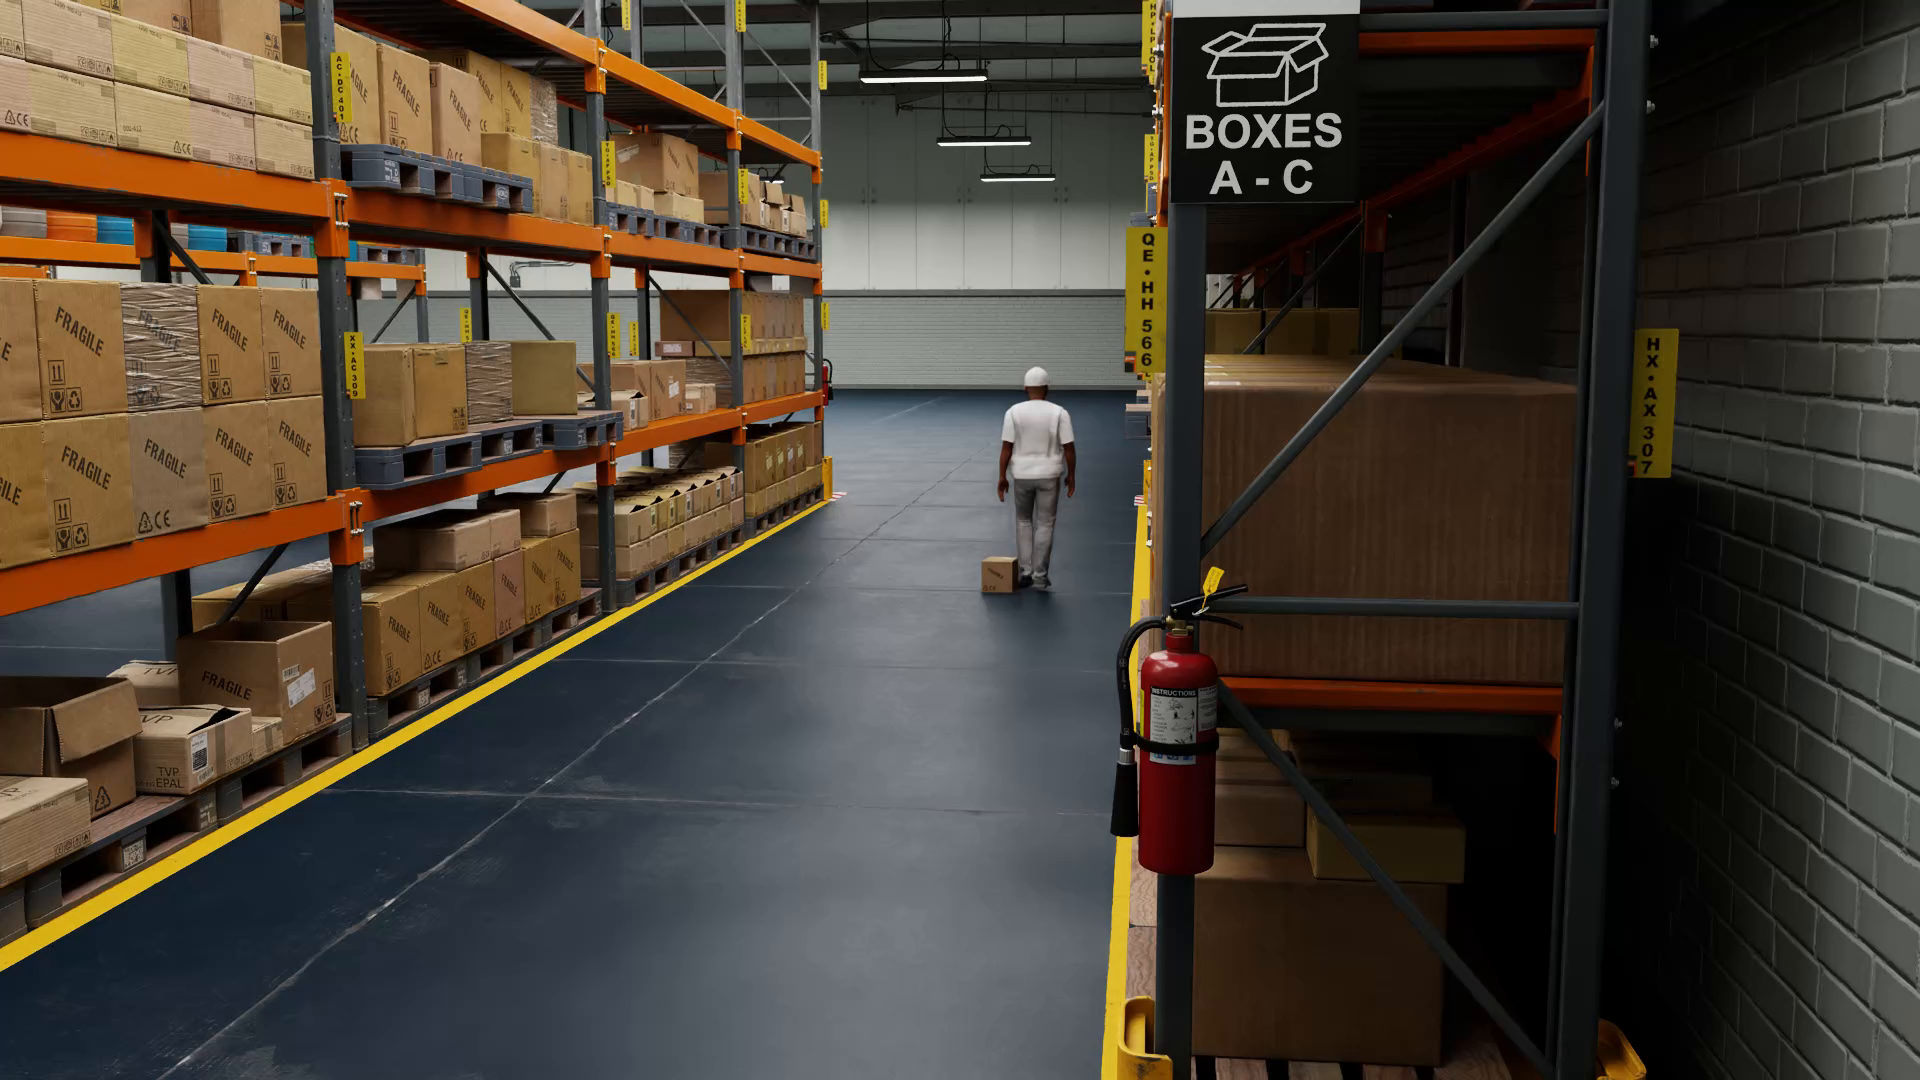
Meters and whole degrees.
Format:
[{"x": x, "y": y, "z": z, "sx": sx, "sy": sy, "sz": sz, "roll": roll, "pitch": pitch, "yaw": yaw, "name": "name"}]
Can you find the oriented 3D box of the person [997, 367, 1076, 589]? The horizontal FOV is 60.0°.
[{"x": 0.625, "y": -0.467, "z": 13.341, "sx": 0.612, "sy": 1.835, "sz": 0.572, "roll": 2, "pitch": 8, "yaw": 12, "name": "person"}]
